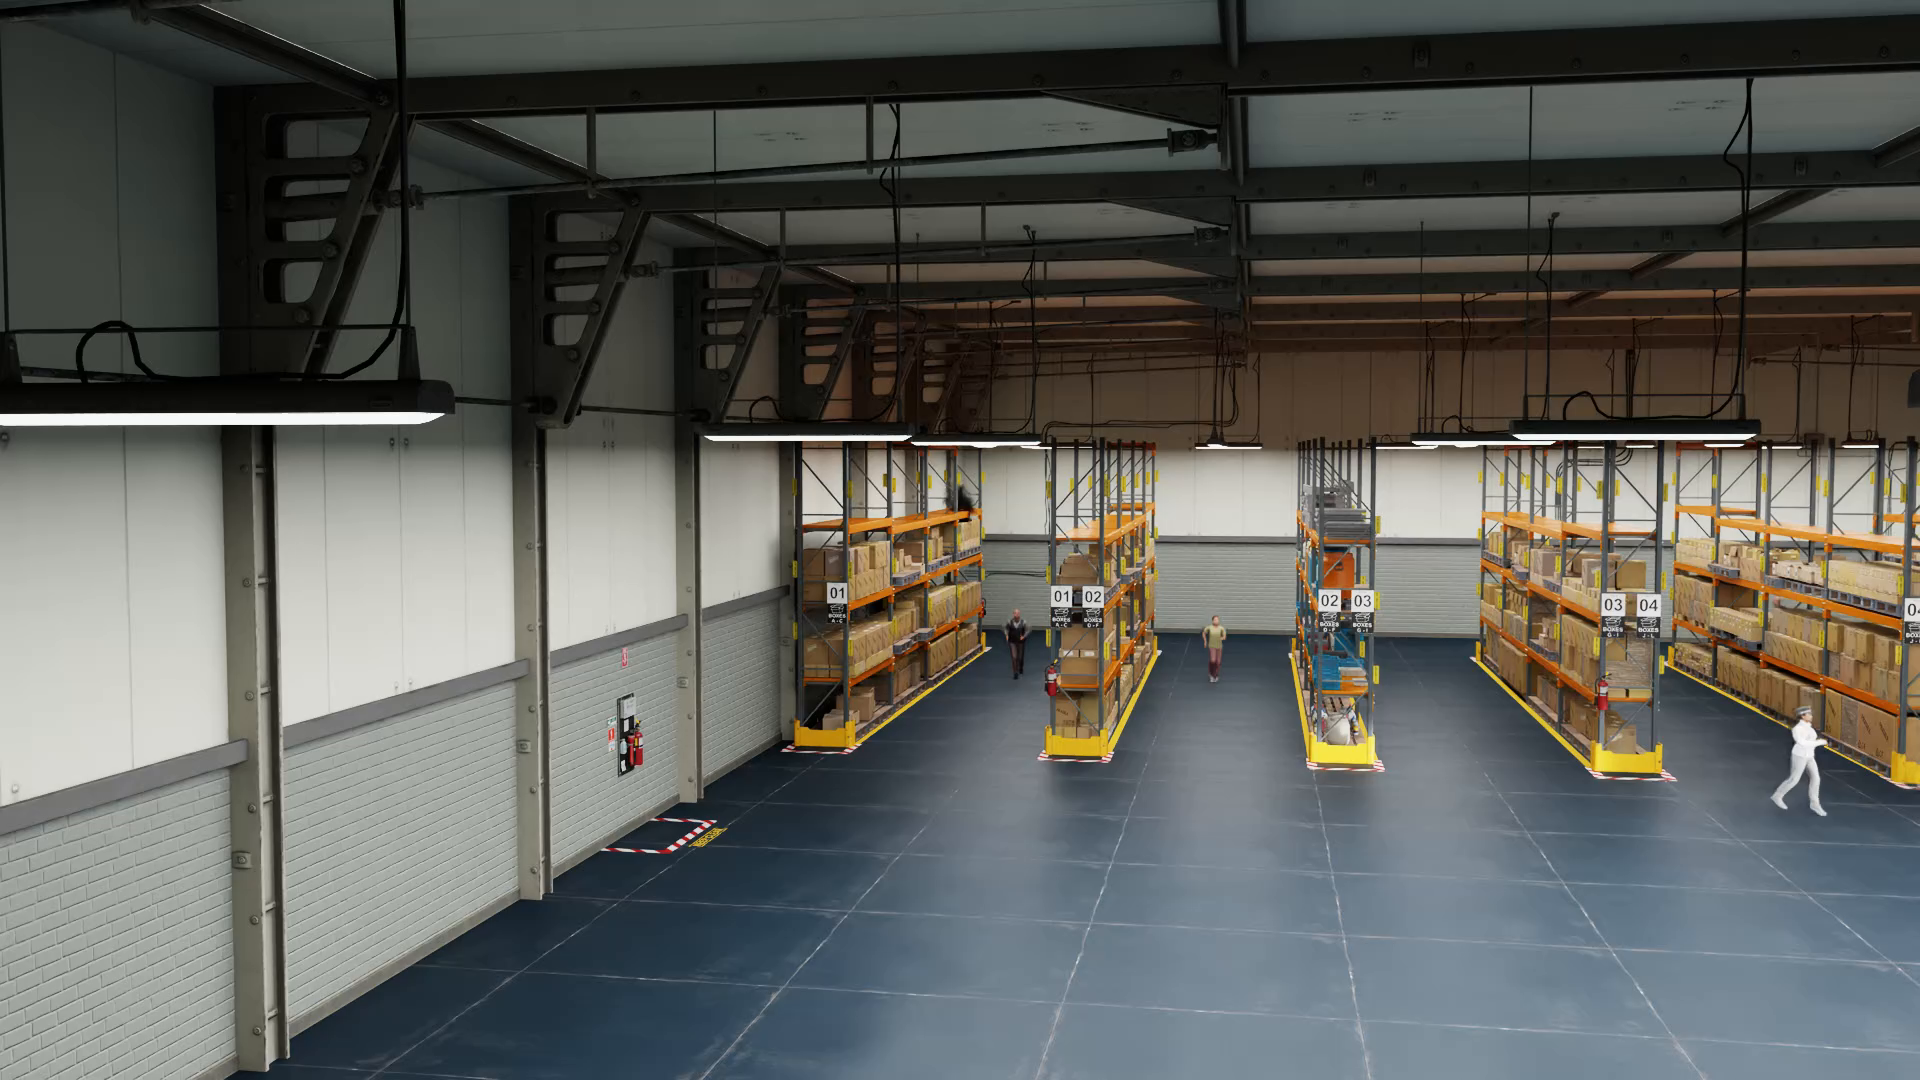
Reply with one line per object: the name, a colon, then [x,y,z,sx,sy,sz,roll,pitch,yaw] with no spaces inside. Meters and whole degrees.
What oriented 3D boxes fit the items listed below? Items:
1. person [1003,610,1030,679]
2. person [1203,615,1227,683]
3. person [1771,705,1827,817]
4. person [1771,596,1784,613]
person: [1.415,2.596,41.695,0.670,1.710,0.751,0,3,3]
person: [6.340,2.713,41.287,0.548,1.650,0.670,0,3,-3]
person: [13.306,3.470,26.341,0.612,1.747,0.805,-3,4,-43]
person: [22.432,2.433,45.440,1.059,1.792,0.665,1,3,10]
